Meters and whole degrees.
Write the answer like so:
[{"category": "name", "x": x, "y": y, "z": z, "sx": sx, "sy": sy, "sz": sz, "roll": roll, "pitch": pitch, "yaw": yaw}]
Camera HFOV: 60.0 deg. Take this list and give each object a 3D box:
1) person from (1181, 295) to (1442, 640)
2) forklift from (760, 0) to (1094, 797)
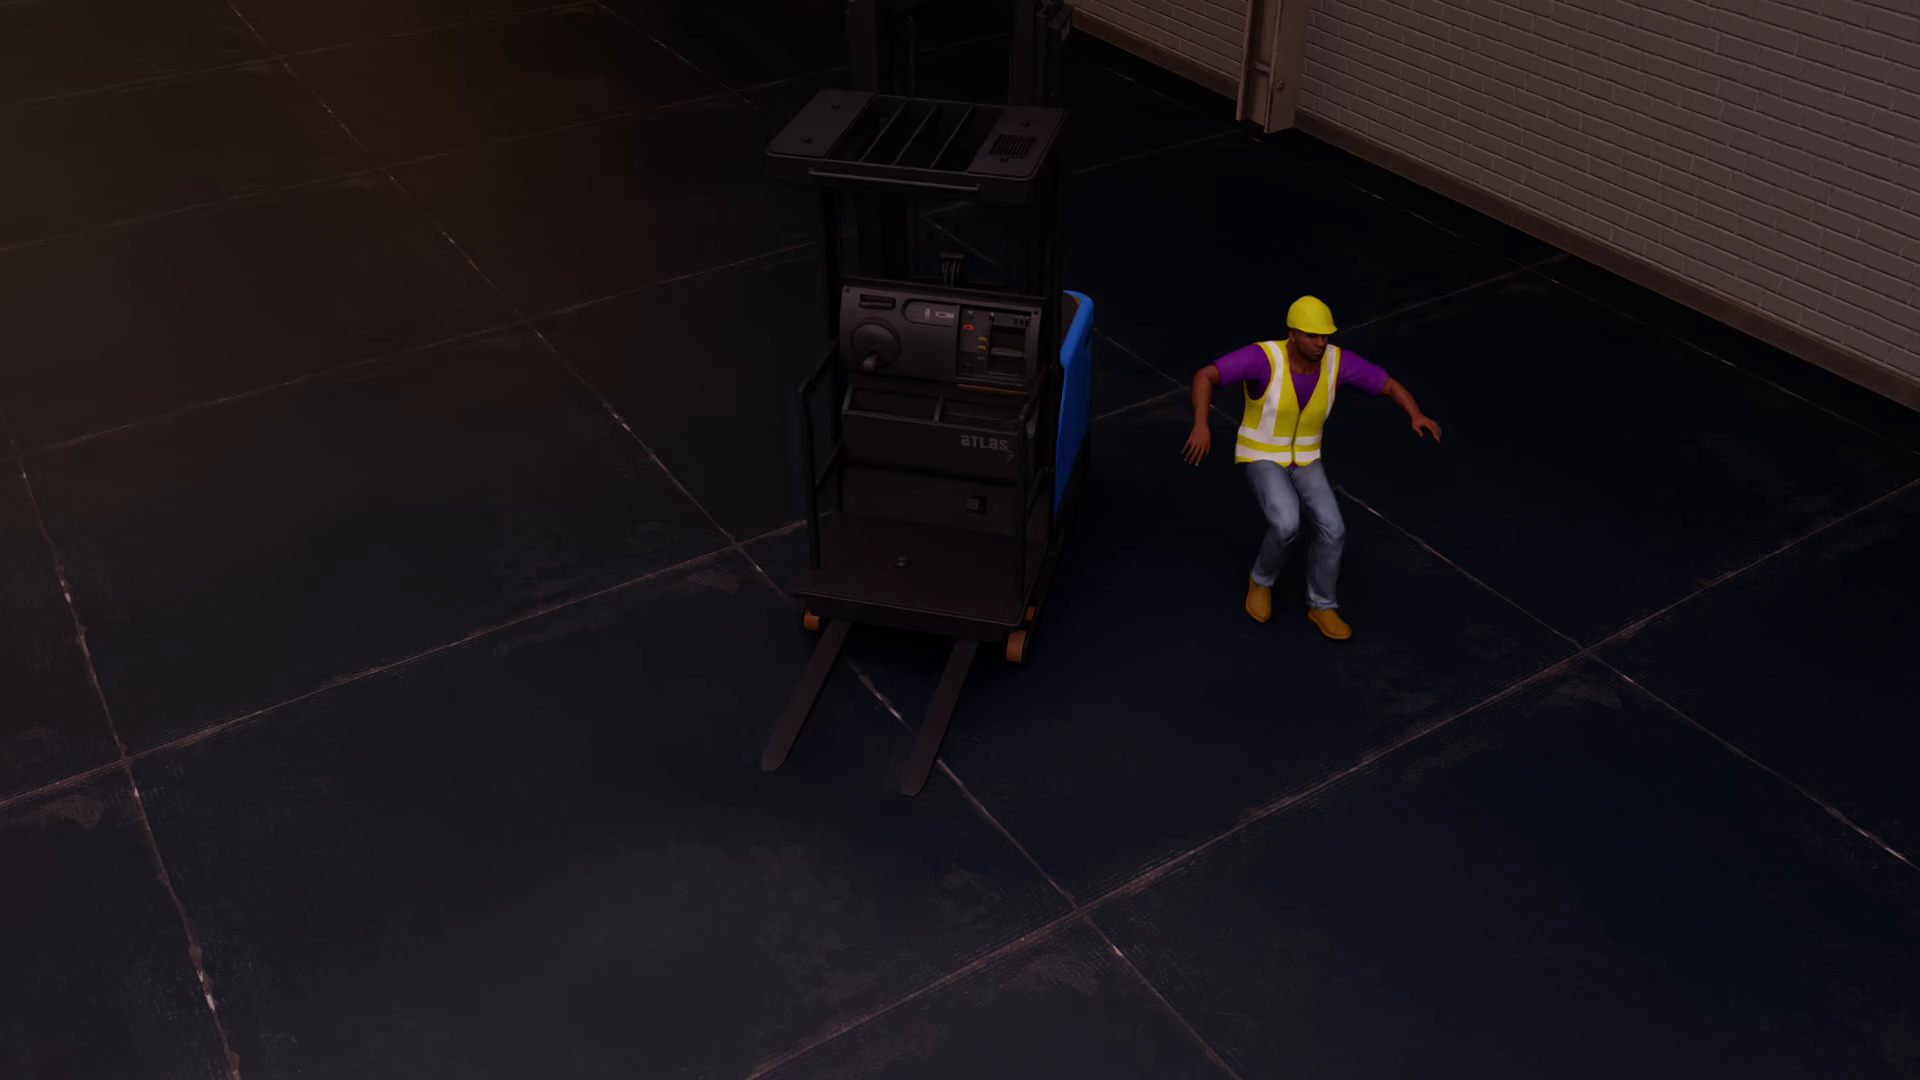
[{"category": "person", "x": 1.603, "y": -0.325, "z": 7.838, "sx": 1.126, "sy": 1.534, "sz": 0.892, "roll": -11, "pitch": 37, "yaw": -15}, {"category": "forklift", "x": -0.143, "y": -0.858, "z": 7.368, "sx": 1.130, "sy": 2.935, "sz": 3.031, "roll": 8, "pitch": 36, "yaw": 11}]
